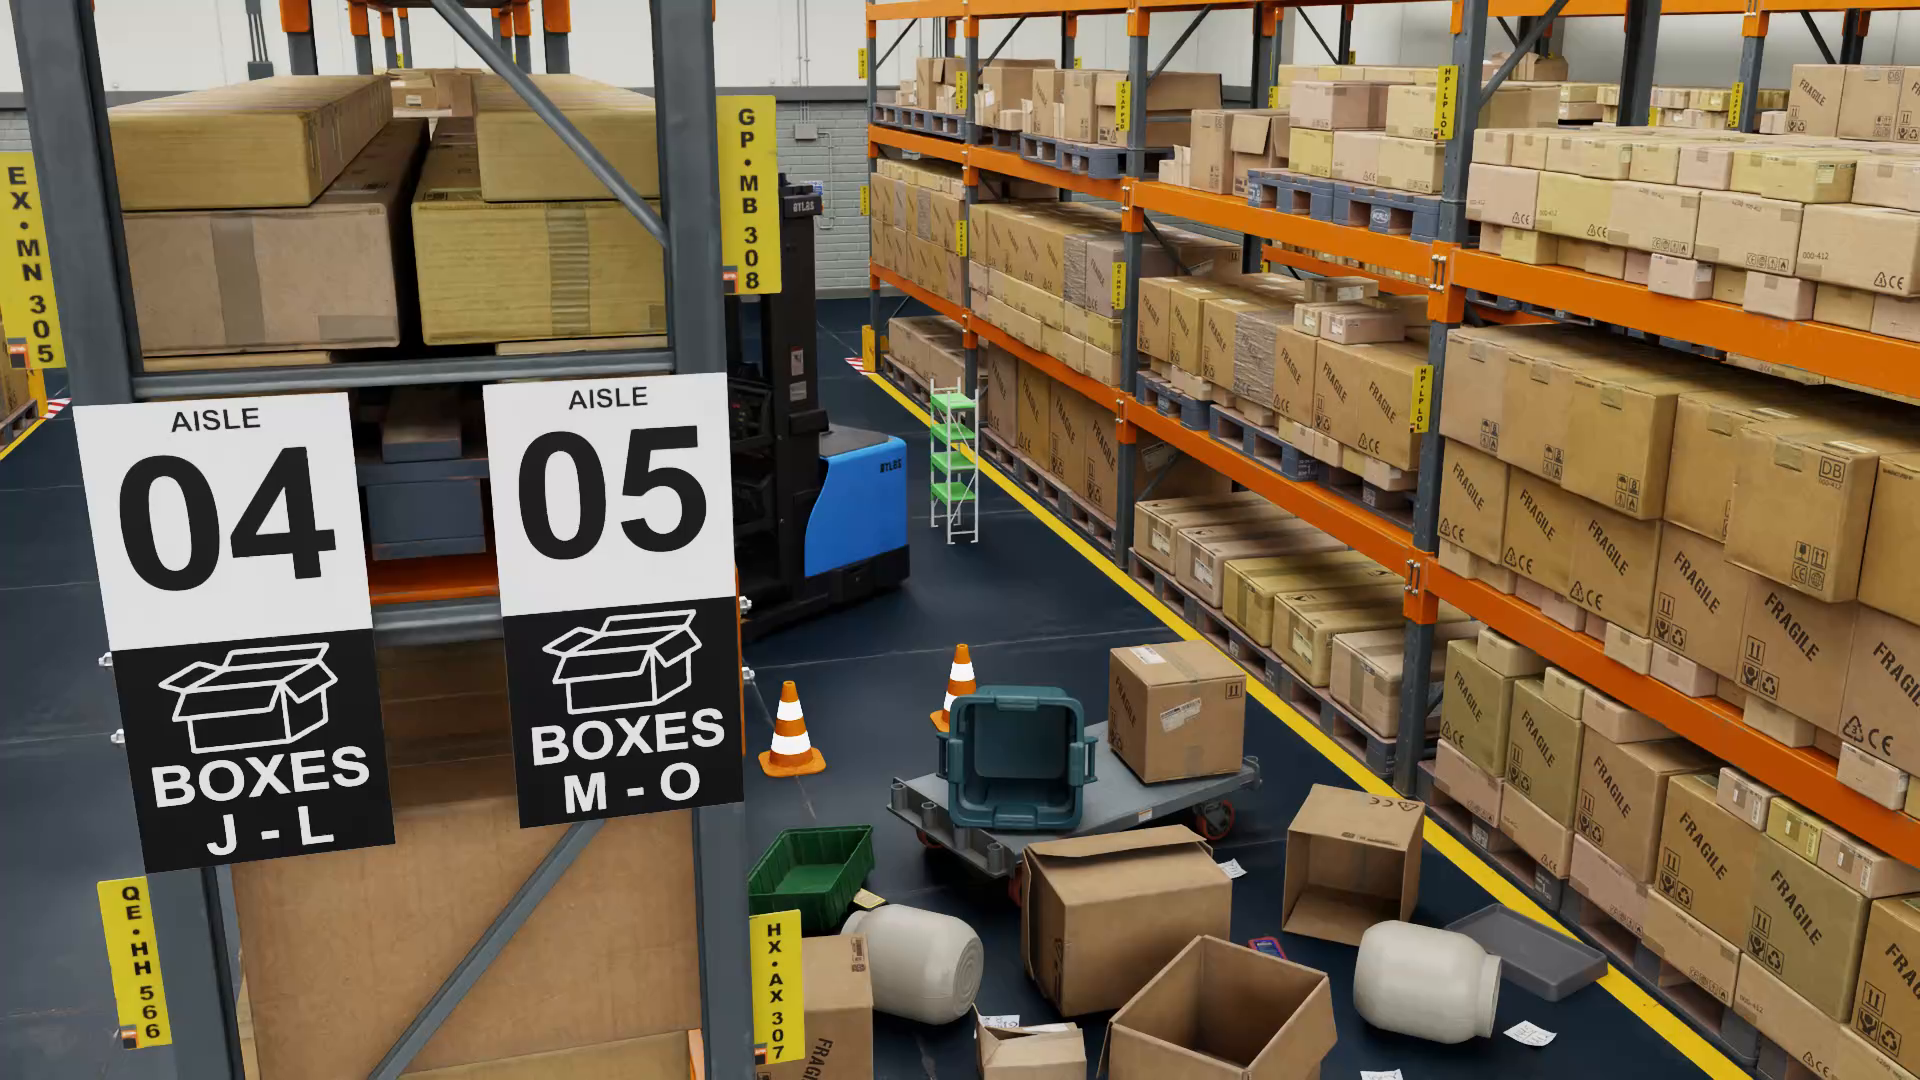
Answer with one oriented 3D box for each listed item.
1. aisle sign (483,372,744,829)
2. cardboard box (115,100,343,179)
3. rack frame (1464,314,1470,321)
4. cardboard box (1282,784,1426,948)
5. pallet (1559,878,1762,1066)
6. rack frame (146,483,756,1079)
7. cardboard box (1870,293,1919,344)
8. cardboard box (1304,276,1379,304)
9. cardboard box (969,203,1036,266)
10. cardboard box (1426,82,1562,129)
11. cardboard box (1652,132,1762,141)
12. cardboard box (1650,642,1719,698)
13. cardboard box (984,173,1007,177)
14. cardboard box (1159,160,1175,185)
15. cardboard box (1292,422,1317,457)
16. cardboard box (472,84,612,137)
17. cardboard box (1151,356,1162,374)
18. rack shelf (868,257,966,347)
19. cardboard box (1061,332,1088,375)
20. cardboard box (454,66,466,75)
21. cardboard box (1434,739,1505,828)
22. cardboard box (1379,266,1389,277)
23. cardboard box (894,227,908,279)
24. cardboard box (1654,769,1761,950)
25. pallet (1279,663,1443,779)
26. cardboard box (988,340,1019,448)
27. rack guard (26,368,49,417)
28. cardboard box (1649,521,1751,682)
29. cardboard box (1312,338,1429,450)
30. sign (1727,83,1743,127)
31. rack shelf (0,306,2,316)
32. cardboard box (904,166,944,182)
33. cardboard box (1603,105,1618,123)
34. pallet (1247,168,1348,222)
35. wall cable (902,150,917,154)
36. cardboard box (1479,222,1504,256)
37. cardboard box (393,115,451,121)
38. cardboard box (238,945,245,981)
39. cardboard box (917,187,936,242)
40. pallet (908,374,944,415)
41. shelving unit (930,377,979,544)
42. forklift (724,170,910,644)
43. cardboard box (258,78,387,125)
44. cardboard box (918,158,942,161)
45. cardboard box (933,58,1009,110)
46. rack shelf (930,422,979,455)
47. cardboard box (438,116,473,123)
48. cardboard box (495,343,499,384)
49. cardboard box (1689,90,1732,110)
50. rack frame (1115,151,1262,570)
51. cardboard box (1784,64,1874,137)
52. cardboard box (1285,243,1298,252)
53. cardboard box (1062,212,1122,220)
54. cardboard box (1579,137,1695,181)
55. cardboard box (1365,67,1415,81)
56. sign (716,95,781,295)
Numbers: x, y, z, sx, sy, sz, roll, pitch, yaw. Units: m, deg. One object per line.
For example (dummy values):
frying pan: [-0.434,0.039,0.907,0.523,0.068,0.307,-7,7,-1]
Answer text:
aisle sign: [-0.581,0.112,2.846,0.394,0.787,0.004,-5,17,-15]
cardboard box: [-1.445,-0.792,3.309,0.380,0.149,0.250,-4,17,-14]
rack frame: [5.317,-2.771,16.963,1.000,3.000,0.127,-5,17,-15]
cardboard box: [1.730,1.435,7.301,0.500,0.500,0.500,7,18,23]
pallet: [3.301,1.692,6.953,1.003,0.211,1.213,-5,17,-15]
rack frame: [-0.888,1.361,3.207,1.000,3.000,0.127,-5,17,-15]
cardboard box: [3.216,-0.734,5.404,0.380,0.149,0.250,-5,17,-16]
cardboard box: [2.365,-1.543,10.326,0.380,0.149,0.250,-6,18,-18]
cardboard box: [0.390,-2.760,15.014,0.500,0.500,0.500,-4,17,-15]
cardboard box: [2.822,-2.300,8.844,0.500,0.250,0.500,-5,17,-16]
cardboard box: [3.172,-1.647,7.059,0.380,0.149,0.250,-4,17,-14]
cardboard box: [2.961,0.490,6.543,0.380,0.149,0.250,-5,17,-15]
cardboard box: [0.457,-3.609,16.714,0.380,0.149,0.250,-5,17,-17]
cardboard box: [1.568,-2.487,11.239,0.380,0.149,0.250,-5,17,-15]
cardboard box: [2.103,-0.579,9.372,0.380,0.149,0.250,-5,17,-15]
cardboard box: [-1.163,-1.196,4.654,0.380,0.149,0.250,-4,17,-15]
cardboard box: [1.555,-1.247,11.597,0.380,0.149,0.250,-6,18,-18]
rack shelf: [-0.004,-2.586,17.598,1.077,0.370,4.000,-5,17,-15]
cardboard box: [1.101,-1.459,12.855,0.500,0.250,0.500,-4,17,-14]
cardboard box: [-3.183,-3.047,11.162,0.396,0.266,0.258,-5,17,-15]
cardboard box: [2.646,1.136,8.007,0.500,0.250,0.500,-6,18,-18]
cardboard box: [4.753,-2.934,17.942,0.380,0.149,0.250,-4,17,-14]
cardboard box: [-0.410,-3.097,17.873,0.500,0.500,0.500,-5,17,-16]
cardboard box: [3.094,1.213,6.445,0.500,0.500,0.500,-5,17,-17]
pallet: [2.529,0.956,9.404,1.003,0.211,1.213,-5,17,-15]
cardboard box: [0.793,-1.396,15.348,0.875,0.875,0.875,-4,17,-14]
rack guard: [-10.089,-1.510,17.110,1.175,0.500,0.348,-5,17,-15]
cardboard box: [3.041,0.204,6.368,0.500,0.500,0.500,-4,17,-15]
cardboard box: [2.259,-0.803,8.990,0.500,0.500,0.500,-5,17,-15]
sign: [5.894,-3.306,12.633,0.100,0.325,0.005,-5,17,-15]
rack shelf: [-9.533,-1.803,14.990,1.077,0.370,4.000,-5,17,-15]
cardboard box: [-0.380,-3.841,17.486,0.380,0.149,0.250,-5,17,-15]
cardboard box: [5.759,-3.657,14.267,0.380,0.149,0.250,-4,17,-14]
pallet: [2.389,-1.977,9.432,1.213,0.211,1.003,-5,17,-15]
wall cable: [-0.766,-5.644,24.760,0.588,1.984,0.122,-5,17,-15]
cardboard box: [2.592,-1.374,7.535,0.380,0.149,0.250,-5,17,-16]
cardboard box: [-2.821,-1.996,8.421,0.500,0.311,0.500,-5,17,-16]
cardboard box: [-1.206,1.040,4.016,0.875,0.550,0.550,-5,17,-15]
cardboard box: [-0.130,-3.294,16.792,0.500,0.500,0.500,-4,17,-15]
pallet: [0.073,-1.597,17.900,1.003,0.211,1.213,-5,17,-15]
shelving unit: [-0.045,-0.620,12.932,0.258,1.200,0.503,-5,17,-15]
forklift: [-1.705,-0.854,10.701,1.130,2.935,3.031,14,22,39]
cardboard box: [-2.074,-1.424,5.413,0.380,0.149,0.250,-5,17,-16]
cardboard box: [-0.263,-4.238,18.807,0.380,0.149,0.250,-4,17,-15]
cardboard box: [0.144,-4.483,16.365,0.797,0.503,0.637,-3,17,-11]
rack shelf: [-0.045,-0.789,12.881,0.258,0.148,0.480,-5,17,-15]
cardboard box: [-1.606,-1.386,5.977,0.500,0.250,0.500,-5,17,-16]
cardboard box: [-0.745,-0.395,3.371,0.380,0.149,0.250,-5,17,-15]
cardboard box: [6.067,-3.516,13.278,0.380,0.149,0.250,-5,18,-17]
rack frame: [1.645,-1.271,11.969,1.000,3.000,0.127,-5,17,-15]
cardboard box: [6.381,-3.178,12.027,0.500,0.500,0.500,-5,17,-15]
cardboard box: [4.159,-3.578,20.085,0.380,0.149,0.250,-4,17,-14]
cardboard box: [1.179,-2.516,14.203,0.500,0.500,0.500,-4,17,-14]
cardboard box: [2.727,-1.532,6.674,0.380,0.149,0.250,-5,17,-16]
cardboard box: [4.668,-4.919,17.773,0.500,0.250,0.500,-4,17,-14]
sign: [-0.353,-0.574,2.779,0.100,0.325,0.005,-5,17,-15]
